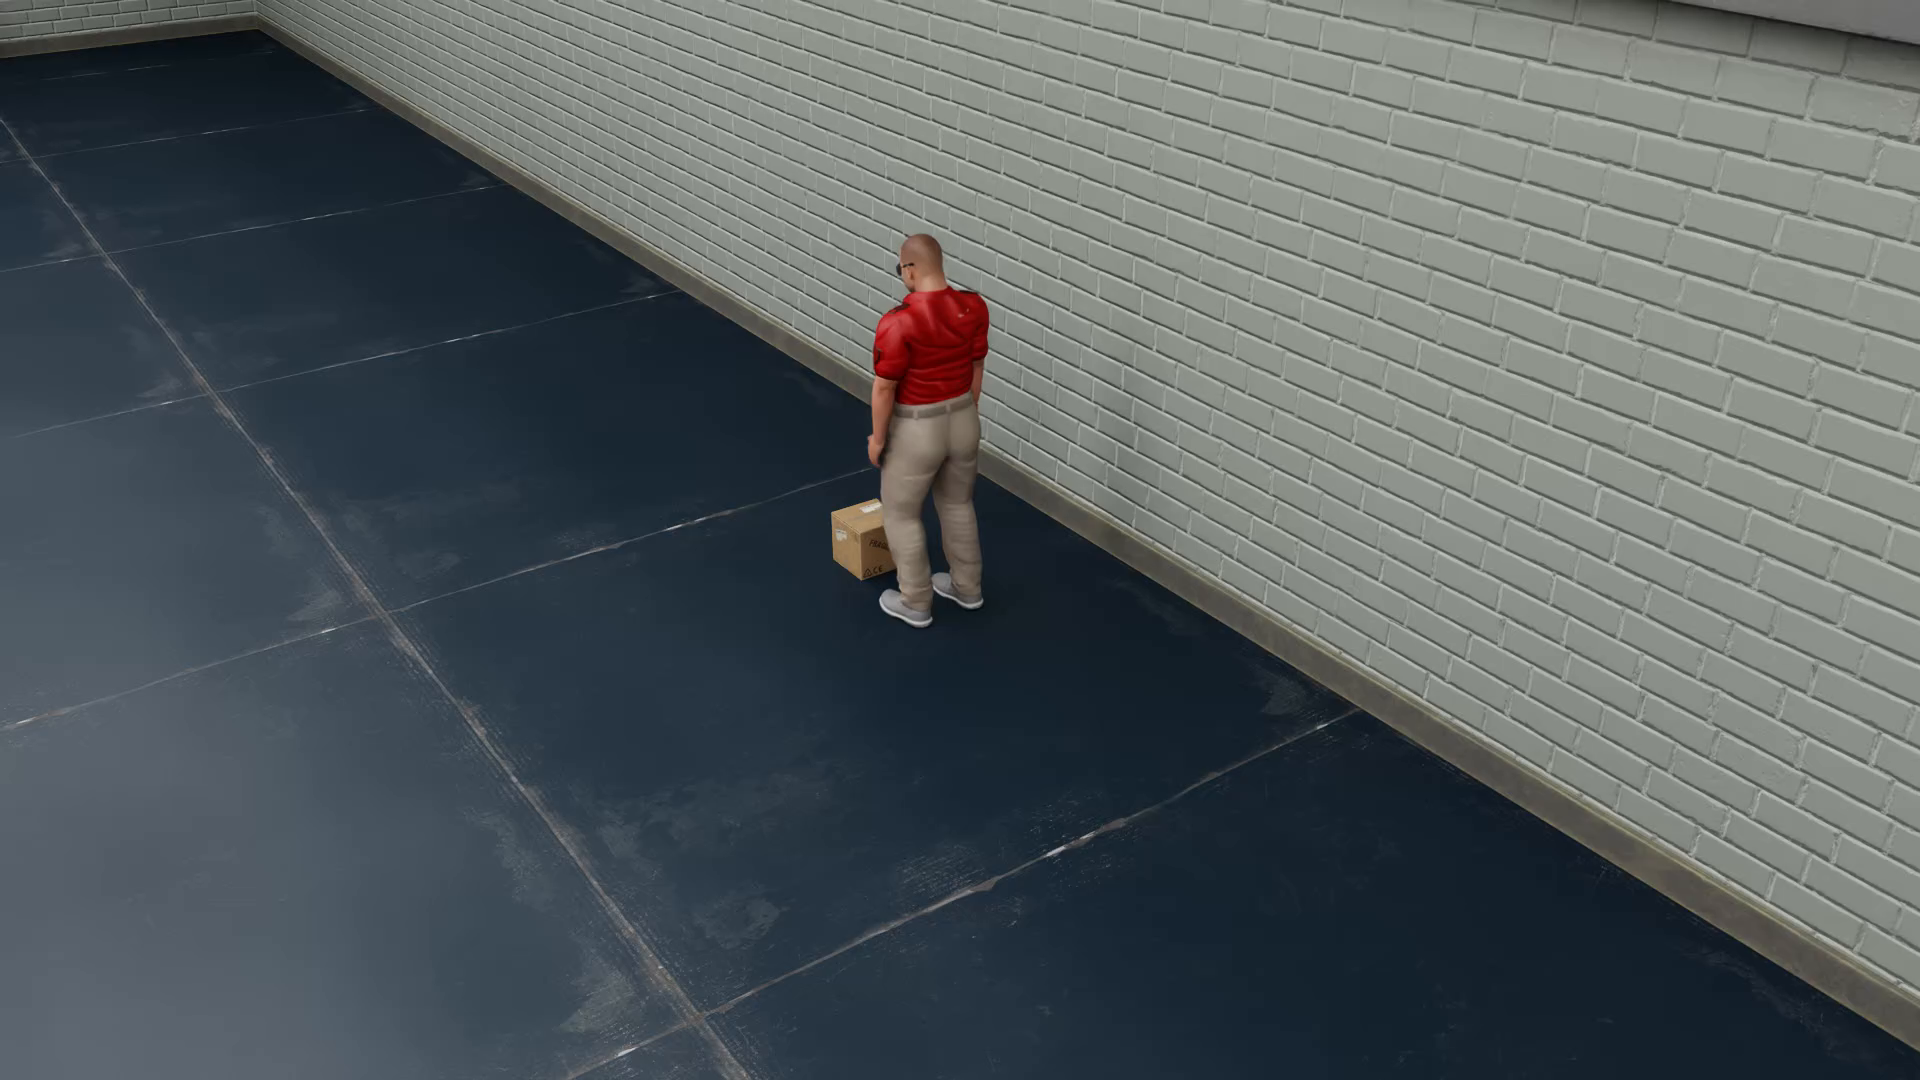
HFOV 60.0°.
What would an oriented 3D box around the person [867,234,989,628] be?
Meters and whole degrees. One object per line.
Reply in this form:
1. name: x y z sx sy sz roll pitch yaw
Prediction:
1. person: -0.145 -0.449 6.989 0.532 1.719 0.357 -18 33 -30
